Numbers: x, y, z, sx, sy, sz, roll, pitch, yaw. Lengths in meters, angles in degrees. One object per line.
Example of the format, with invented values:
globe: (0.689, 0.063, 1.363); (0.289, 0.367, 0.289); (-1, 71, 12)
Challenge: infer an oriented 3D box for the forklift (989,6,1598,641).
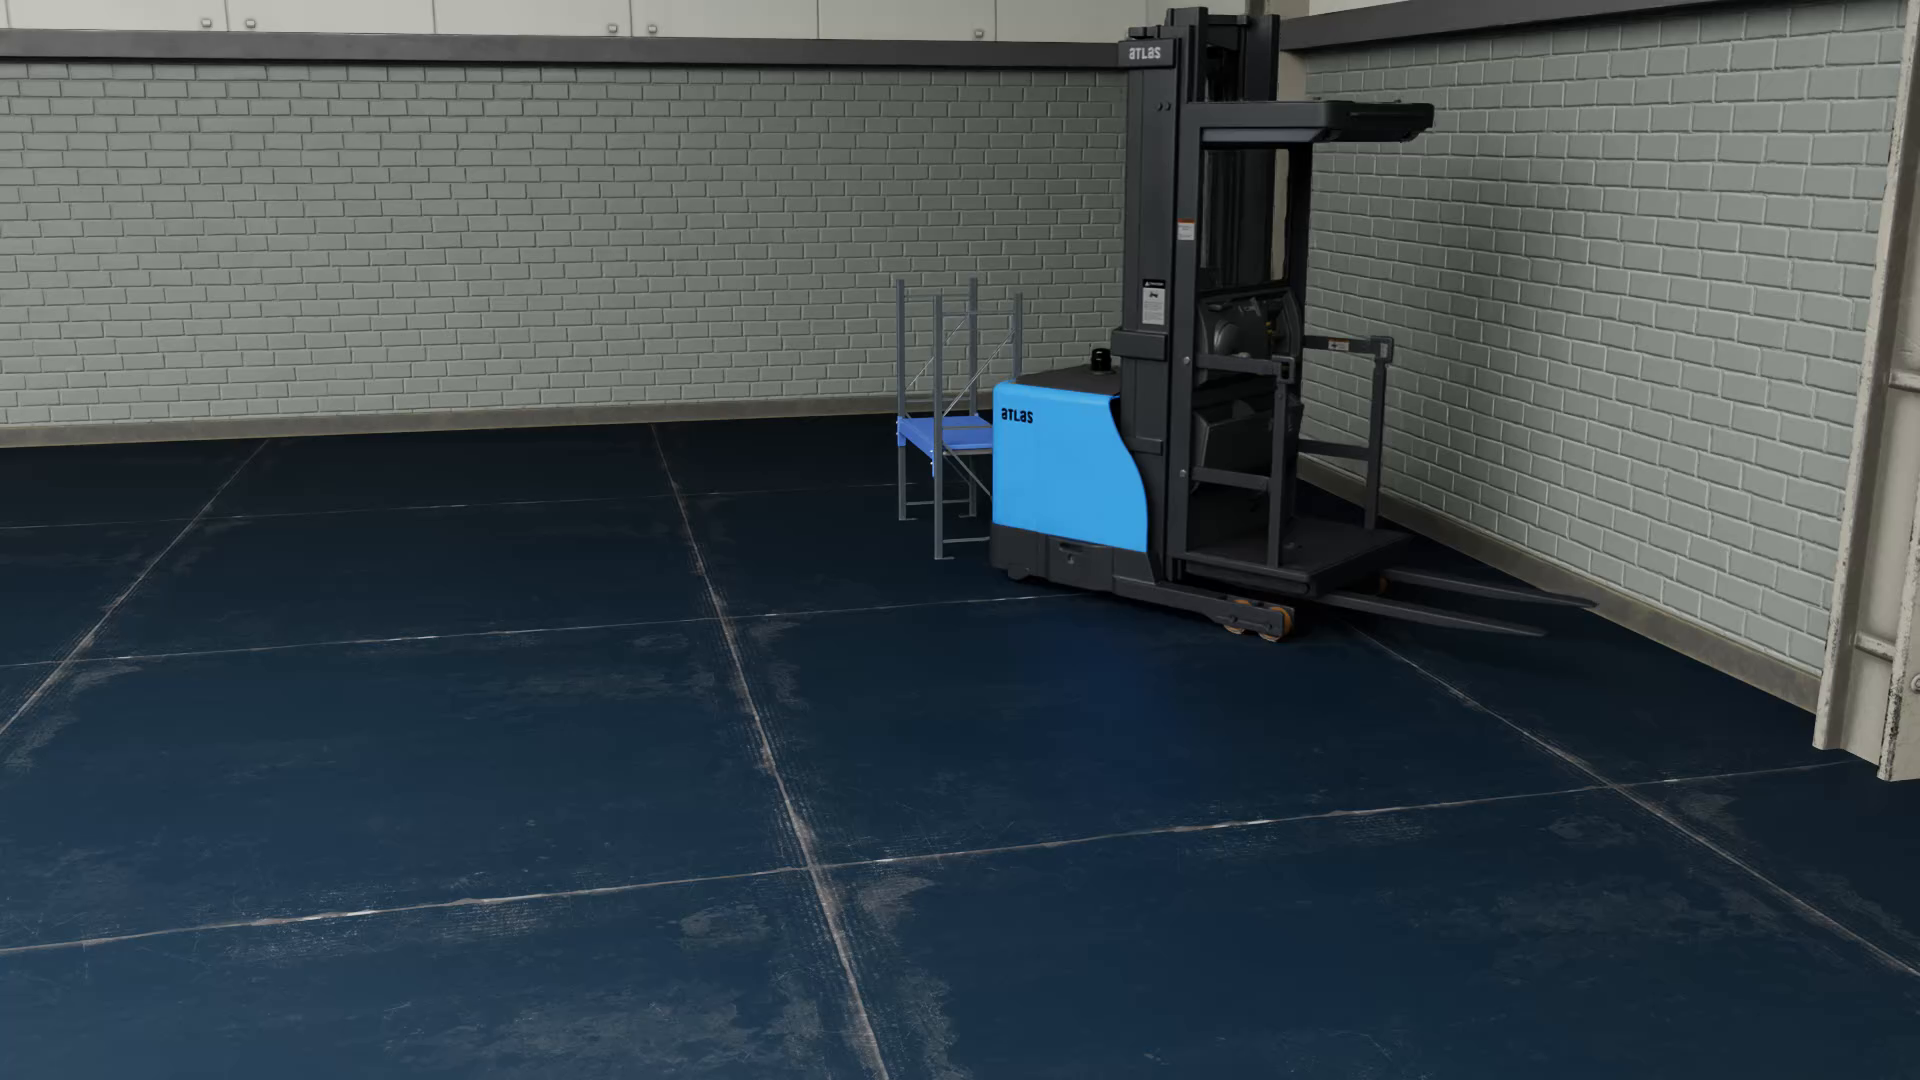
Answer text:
forklift: (1.610, -1.081, 8.175); (3.031, 2.935, 1.130); (11, 18, 39)

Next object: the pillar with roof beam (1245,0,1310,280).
pillar with roof beam: (-2.019, -4.666, 10.064); (9.100, 9.000, 0.400); (-3, 14, -13)

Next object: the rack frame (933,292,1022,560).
rack frame: (0.099, -0.631, 9.350); (0.500, 1.500, 0.032); (-3, 14, -13)

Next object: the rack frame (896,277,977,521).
rack frame: (-0.139, -0.866, 10.310); (0.500, 1.500, 0.032); (-3, 14, -13)

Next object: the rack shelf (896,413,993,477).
rack shelf: (-0.020, -0.574, 9.872); (0.538, 0.185, 1.000); (-3, 14, -13)

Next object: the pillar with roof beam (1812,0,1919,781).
pillar with roof beam: (-0.610, -3.282, 4.398); (9.100, 9.000, 0.400); (-3, 14, -13)

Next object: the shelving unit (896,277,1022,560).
shelving unit: (-0.020, -0.748, 9.830); (0.538, 1.500, 1.048); (-3, 14, -13)
